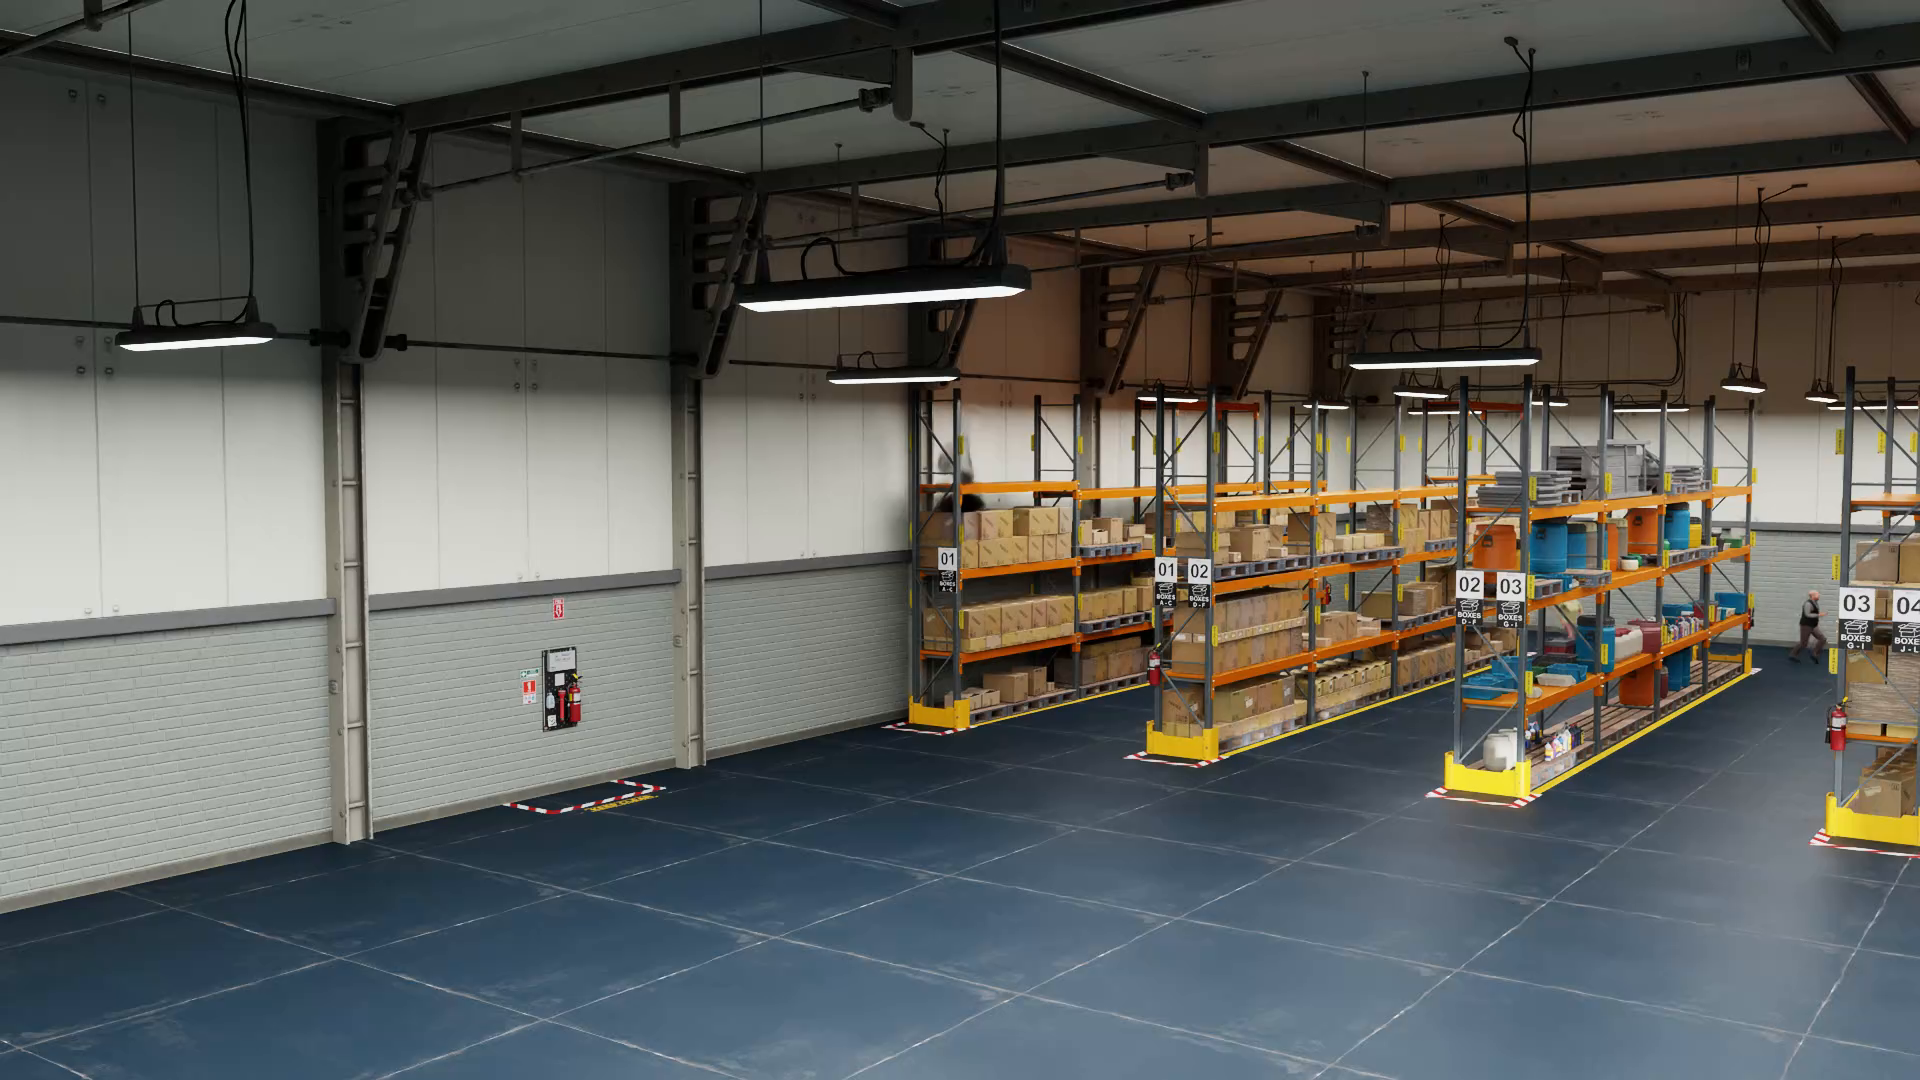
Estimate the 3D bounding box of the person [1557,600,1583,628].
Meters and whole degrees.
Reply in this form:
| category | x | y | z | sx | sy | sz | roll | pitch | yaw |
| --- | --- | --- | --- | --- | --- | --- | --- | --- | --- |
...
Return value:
| category | x | y | z | sx | sy | sz | roll | pitch | yaw |
| --- | --- | --- | --- | --- | --- | --- | --- | --- | --- |
| person | 14.279 | 1.986 | 38.876 | 0.614 | 1.637 | 0.594 | 0 | 3 | -6 |

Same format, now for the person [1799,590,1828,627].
| category | x | y | z | sx | sy | sz | roll | pitch | yaw |
| --- | --- | --- | --- | --- | --- | --- | --- | --- | --- |
| person | 19.355 | 1.556 | 37.696 | 0.674 | 0.825 | 0.632 | -3 | 4 | -43 |
